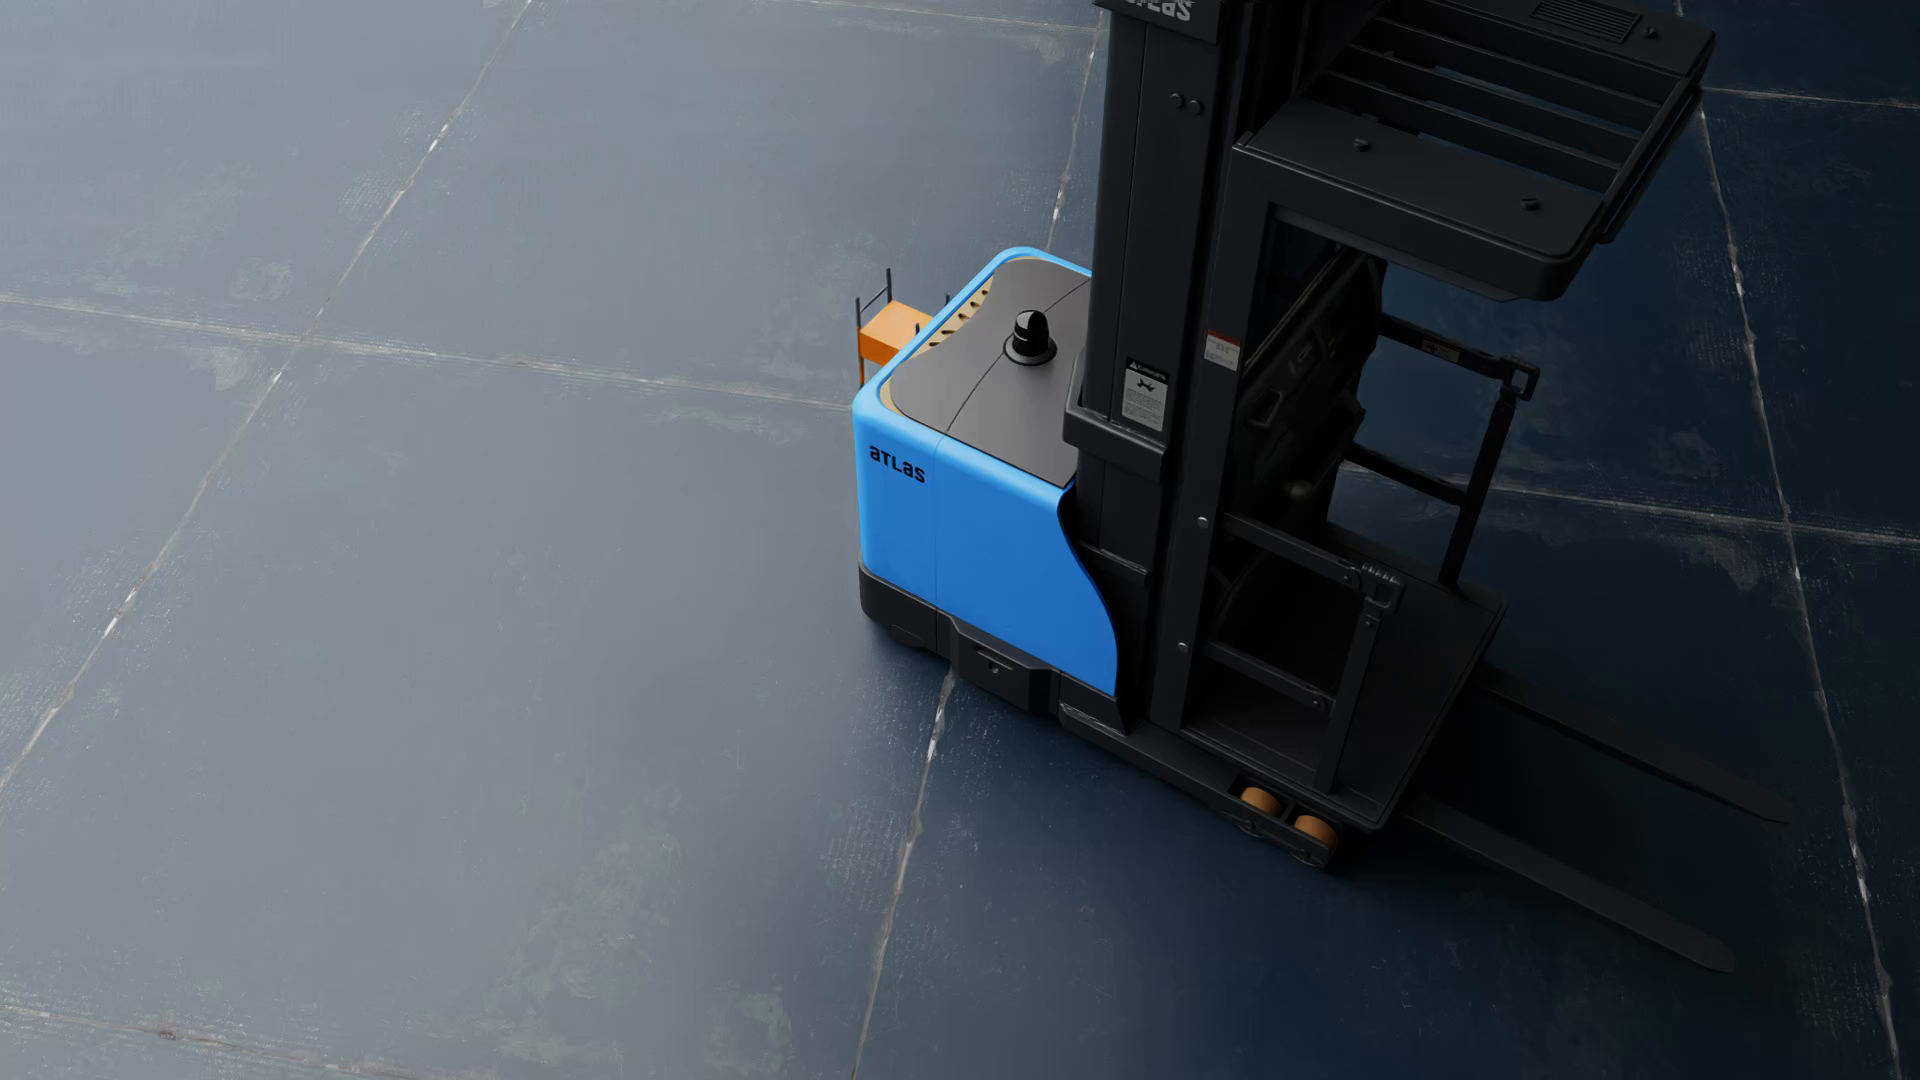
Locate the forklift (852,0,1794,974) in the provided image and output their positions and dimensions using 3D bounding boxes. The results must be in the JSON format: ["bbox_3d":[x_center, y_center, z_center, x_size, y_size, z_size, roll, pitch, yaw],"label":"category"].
[{"bbox_3d":[1.157,-0.397,4.636,3.031,2.935,1.130,26,53,22],"label":"forklift"}]

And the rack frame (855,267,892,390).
[{"bbox_3d":[-0.294,-0.518,6.010,0.008,1.050,0.200,26,53,22],"label":"rack frame"}]

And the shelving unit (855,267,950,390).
[{"bbox_3d":[-0.192,-0.468,5.965,0.252,1.050,0.215,26,53,22],"label":"shelving unit"}]

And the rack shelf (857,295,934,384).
[{"bbox_3d":[-0.192,-0.651,5.762,0.240,0.259,0.215,26,53,22],"label":"rack shelf"}]

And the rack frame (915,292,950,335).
[{"bbox_3d":[-0.090,-0.419,5.920,0.008,1.050,0.200,26,53,22],"label":"rack frame"}]
